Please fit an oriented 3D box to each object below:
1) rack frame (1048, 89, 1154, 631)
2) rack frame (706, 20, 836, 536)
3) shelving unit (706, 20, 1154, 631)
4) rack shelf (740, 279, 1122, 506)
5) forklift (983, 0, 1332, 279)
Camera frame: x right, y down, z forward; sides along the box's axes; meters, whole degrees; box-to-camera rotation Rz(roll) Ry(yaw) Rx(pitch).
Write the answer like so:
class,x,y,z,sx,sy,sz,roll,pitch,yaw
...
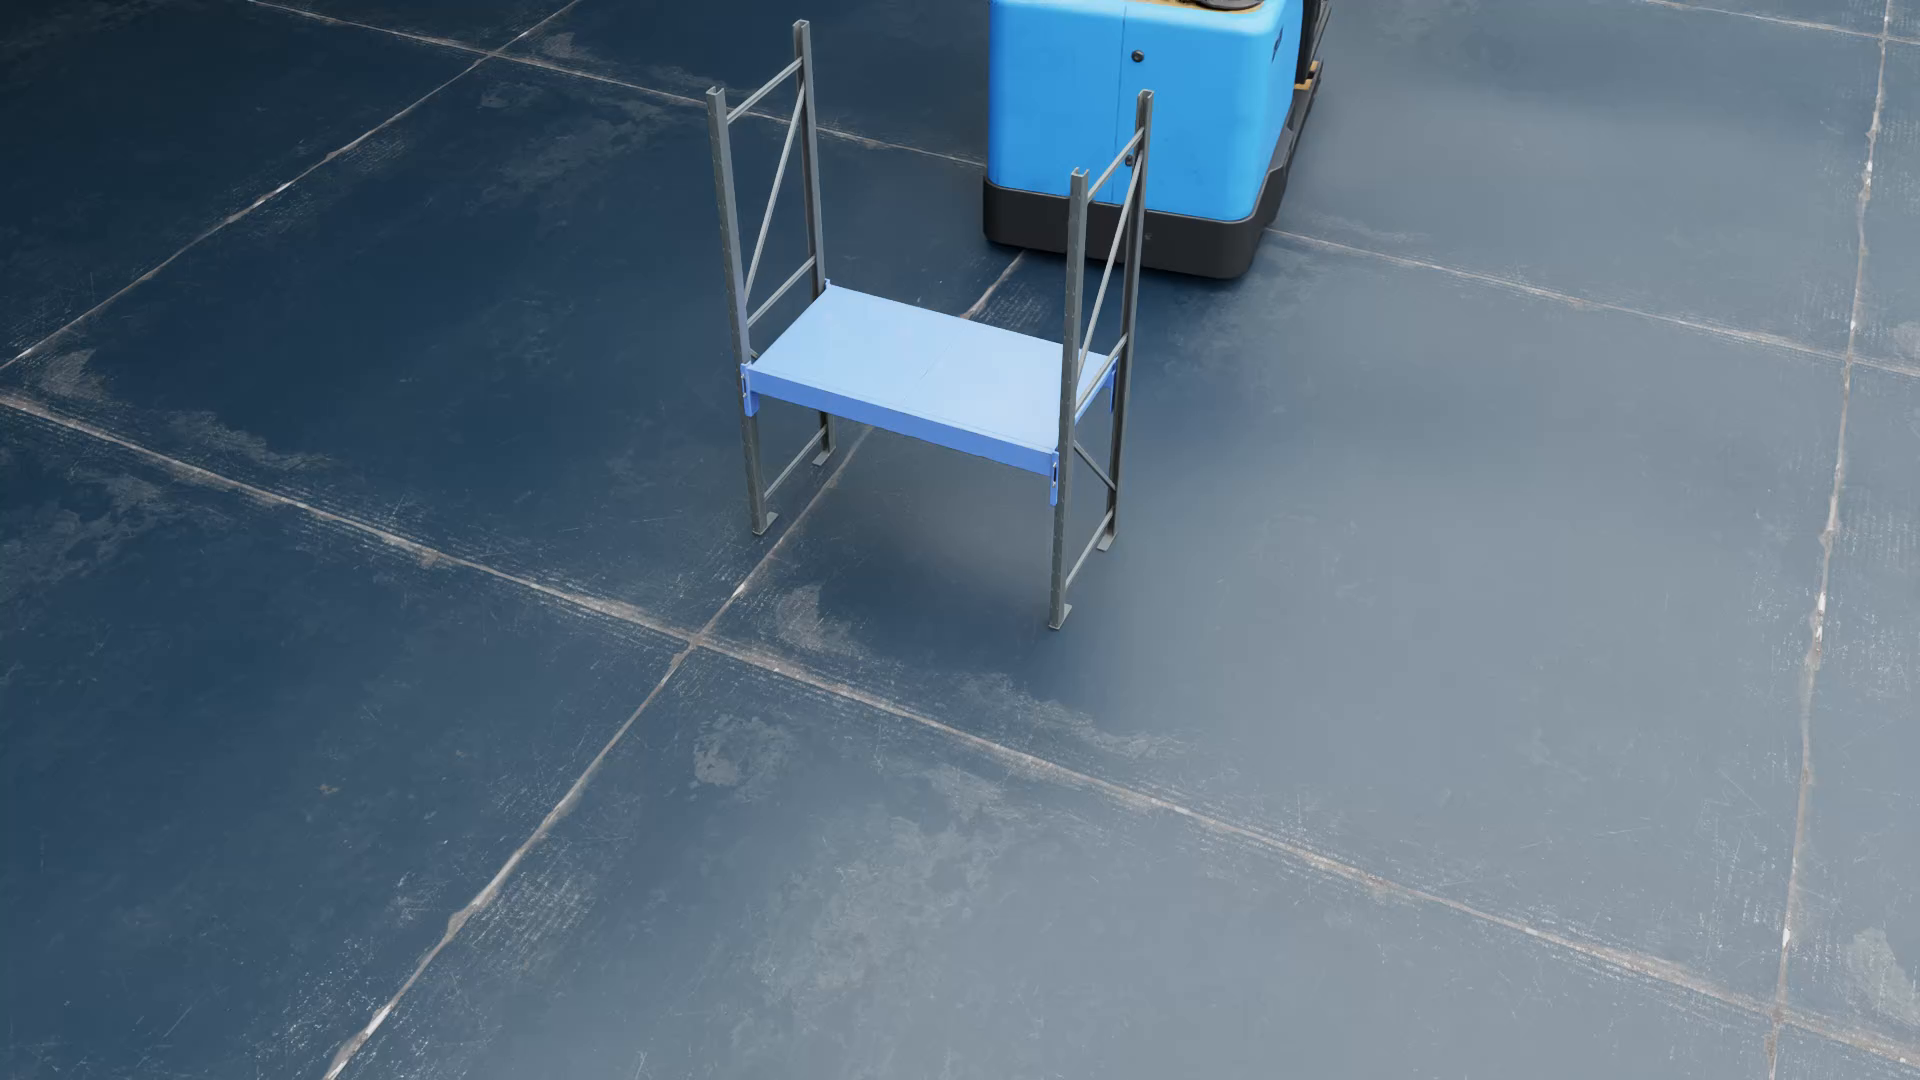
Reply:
class,x,y,z,sx,sy,sz,roll,pitch,yaw
rack frame,0.383,-0.450,4.624,0.032,1.500,0.500,17,44,19
rack frame,-0.538,-0.731,4.948,0.032,1.500,0.500,17,44,19
shelving unit,-0.077,-0.590,4.786,1.048,1.500,0.538,17,44,19
rack shelf,-0.077,-0.454,4.904,1.000,0.185,0.538,17,44,19
forklift,1.018,-3.070,6.554,1.130,2.935,3.031,12,42,13
